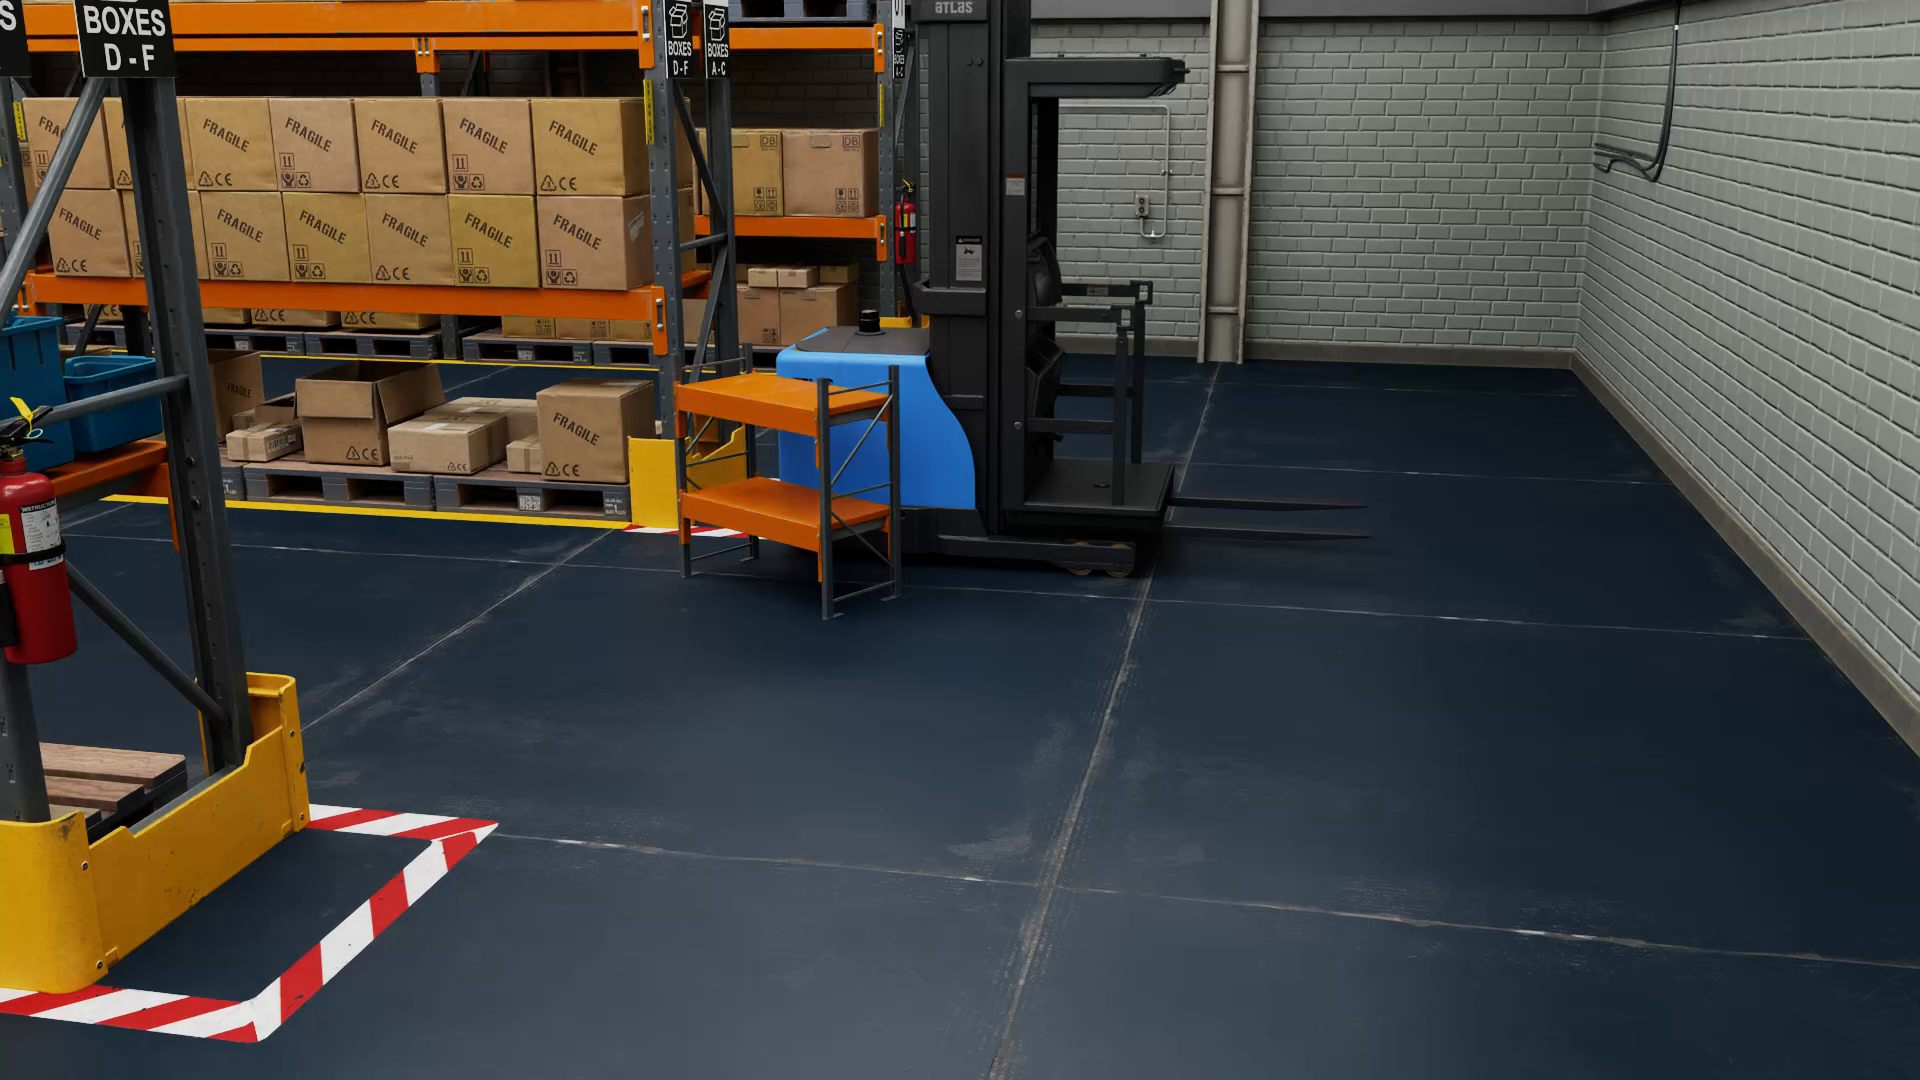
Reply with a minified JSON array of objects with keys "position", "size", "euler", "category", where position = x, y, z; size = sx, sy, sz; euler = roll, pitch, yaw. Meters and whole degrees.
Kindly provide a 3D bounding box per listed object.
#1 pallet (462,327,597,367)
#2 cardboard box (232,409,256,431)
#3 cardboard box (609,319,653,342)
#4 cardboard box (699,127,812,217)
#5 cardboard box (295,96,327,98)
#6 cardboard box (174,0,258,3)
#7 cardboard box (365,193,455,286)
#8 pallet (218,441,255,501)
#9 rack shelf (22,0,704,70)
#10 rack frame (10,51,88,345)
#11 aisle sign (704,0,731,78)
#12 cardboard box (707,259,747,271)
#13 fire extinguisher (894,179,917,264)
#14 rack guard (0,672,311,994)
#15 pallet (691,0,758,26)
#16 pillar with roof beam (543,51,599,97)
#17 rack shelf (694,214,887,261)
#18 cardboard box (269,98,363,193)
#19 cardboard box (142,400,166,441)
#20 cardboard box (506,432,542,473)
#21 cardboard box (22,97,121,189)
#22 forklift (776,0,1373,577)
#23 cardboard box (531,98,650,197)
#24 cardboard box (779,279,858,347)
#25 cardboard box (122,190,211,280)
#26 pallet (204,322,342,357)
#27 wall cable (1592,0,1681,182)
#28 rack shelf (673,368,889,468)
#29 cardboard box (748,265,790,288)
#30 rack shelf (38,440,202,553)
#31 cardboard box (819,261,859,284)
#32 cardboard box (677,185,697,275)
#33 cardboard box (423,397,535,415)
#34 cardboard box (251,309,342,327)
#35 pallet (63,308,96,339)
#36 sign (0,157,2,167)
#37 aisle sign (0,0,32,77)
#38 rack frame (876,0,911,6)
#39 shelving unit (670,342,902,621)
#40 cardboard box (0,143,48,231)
[{"position":[-3.694,-1.766,14.971],"size":[1.213,0.211,1.003],"euler":[3,16,11],"category":"pallet"},{"position":[-4.413,-0.752,10.604],"size":[0.250,0.149,0.380],"euler":[3,16,11],"category":"cardboard box"},{"position":[-2.717,-2.046,14.655],"size":[0.500,0.500,0.700],"euler":[3,16,12],"category":"cardboard box"},{"position":[-1.721,-3.162,14.228],"size":[0.700,0.700,0.980],"euler":[3,16,11],"category":"cardboard box"},{"position":[-3.864,-2.392,9.947],"size":[0.500,0.500,0.500],"euler":[3,16,12],"category":"cardboard box"},{"position":[-4.001,-3.102,9.235],"size":[0.500,0.250,0.500],"euler":[3,16,11],"category":"cardboard box"},{"position":[-2.978,-1.717,9.384],"size":[0.500,0.500,0.500],"euler":[3,16,12],"category":"cardboard box"},{"position":[-4.734,-0.494,10.379],"size":[1.213,0.211,1.003],"euler":[3,16,11],"category":"pallet"},{"position":[-3.447,-2.867,9.451],"size":[4.000,0.370,1.077],"euler":[3,16,11],"category":"rack shelf"},{"position":[-8.344,-3.383,15.586],"size":[0.127,3.000,1.000],"euler":[3,16,11],"category":"rack frame"},{"position":[-1.362,-2.988,9.288],"size":[0.004,0.787,0.394],"euler":[3,16,11],"category":"aisle sign"},{"position":[-2.039,-2.378,14.639],"size":[0.250,0.149,0.380],"euler":[3,16,12],"category":"cardboard box"},{"position":[-0.448,-2.612,13.645],"size":[0.183,0.674,0.296],"euler":[3,16,11],"category":"fire extinguisher"},{"position":[-2.452,0.837,5.035],"size":[0.348,0.500,1.175],"euler":[3,16,11],"category":"rack guard"},{"position":[-2.432,-4.461,14.026],"size":[1.213,0.211,1.003],"euler":[3,16,11],"category":"pallet"},{"position":[-4.423,-5.124,10.634],"size":[0.400,9.000,9.100],"euler":[3,16,11],"category":"pillar with roof beam"},{"position":[-2.464,-2.717,14.530],"size":[4.000,0.370,1.077],"euler":[3,16,11],"category":"rack shelf"},{"position":[-3.486,-2.224,9.340],"size":[0.500,0.500,0.500],"euler":[4,16,13],"category":"cardboard box"},{"position":[-5.039,-0.712,10.155],"size":[0.500,0.311,0.500],"euler":[3,16,11],"category":"cardboard box"},{"position":[-2.448,-0.518,9.725],"size":[0.250,0.166,0.380],"euler":[3,16,11],"category":"cardboard box"},{"position":[-5.002,-2.306,9.636],"size":[0.500,0.500,0.500],"euler":[4,16,13],"category":"cardboard box"},{"position":[0.618,-1.380,8.485],"size":[3.031,2.935,1.130],"euler":[3,16,11],"category":"forklift"},{"position":[-1.978,-2.143,9.050],"size":[0.500,0.500,0.500],"euler":[3,16,11],"category":"cardboard box"},{"position":[-1.210,-1.966,14.368],"size":[0.500,0.500,0.700],"euler":[3,16,11],"category":"cardboard box"},{"position":[-4.460,-1.798,9.675],"size":[0.500,0.500,0.500],"euler":[3,16,12],"category":"cardboard box"},{"position":[-6.394,-1.912,15.500],"size":[1.213,0.211,1.003],"euler":[3,16,11],"category":"pallet"},{"position":[4.967,-3.958,12.240],"size":[0.112,2.526,3.097],"euler":[3,16,11],"category":"wall cable"},{"position":[-0.840,-0.595,7.937],"size":[1.000,0.278,0.538],"euler":[13,20,40],"category":"rack shelf"},{"position":[-1.623,-2.252,14.182],"size":[0.250,0.149,0.380],"euler":[4,16,13],"category":"cardboard box"},{"position":[-4.438,-0.126,5.174],"size":[4.000,0.370,1.077],"euler":[3,16,11],"category":"rack shelf"},{"position":[-1.048,-2.325,14.446],"size":[0.250,0.149,0.380],"euler":[3,16,11],"category":"cardboard box"},{"position":[-1.870,-1.802,9.692],"size":[0.500,0.500,0.500],"euler":[3,16,12],"category":"cardboard box"},{"position":[-2.944,-0.705,10.244],"size":[0.500,0.250,0.500],"euler":[3,16,11],"category":"cardboard box"},{"position":[-5.958,-2.384,15.219],"size":[0.750,0.750,0.750],"euler":[4,16,13],"category":"cardboard box"},{"position":[-9.109,-2.081,16.110],"size":[1.213,0.211,1.003],"euler":[3,16,11],"category":"pallet"},{"position":[-5.514,-2.287,9.460],"size":[0.005,0.325,0.100],"euler":[3,16,11],"category":"sign"},{"position":[-2.466,-1.538,4.057],"size":[0.004,0.787,0.394],"euler":[3,16,11],"category":"aisle sign"},{"position":[-0.504,-5.849,13.249],"size":[0.127,3.000,1.000],"euler":[3,16,11],"category":"rack frame"},{"position":[-0.840,-0.313,8.015],"size":[1.048,1.125,0.538],"euler":[13,20,40],"category":"shelving unit"},{"position":[-5.827,-2.209,10.372],"size":[0.500,0.500,0.700],"euler":[-2,16,-8],"category":"cardboard box"}]
